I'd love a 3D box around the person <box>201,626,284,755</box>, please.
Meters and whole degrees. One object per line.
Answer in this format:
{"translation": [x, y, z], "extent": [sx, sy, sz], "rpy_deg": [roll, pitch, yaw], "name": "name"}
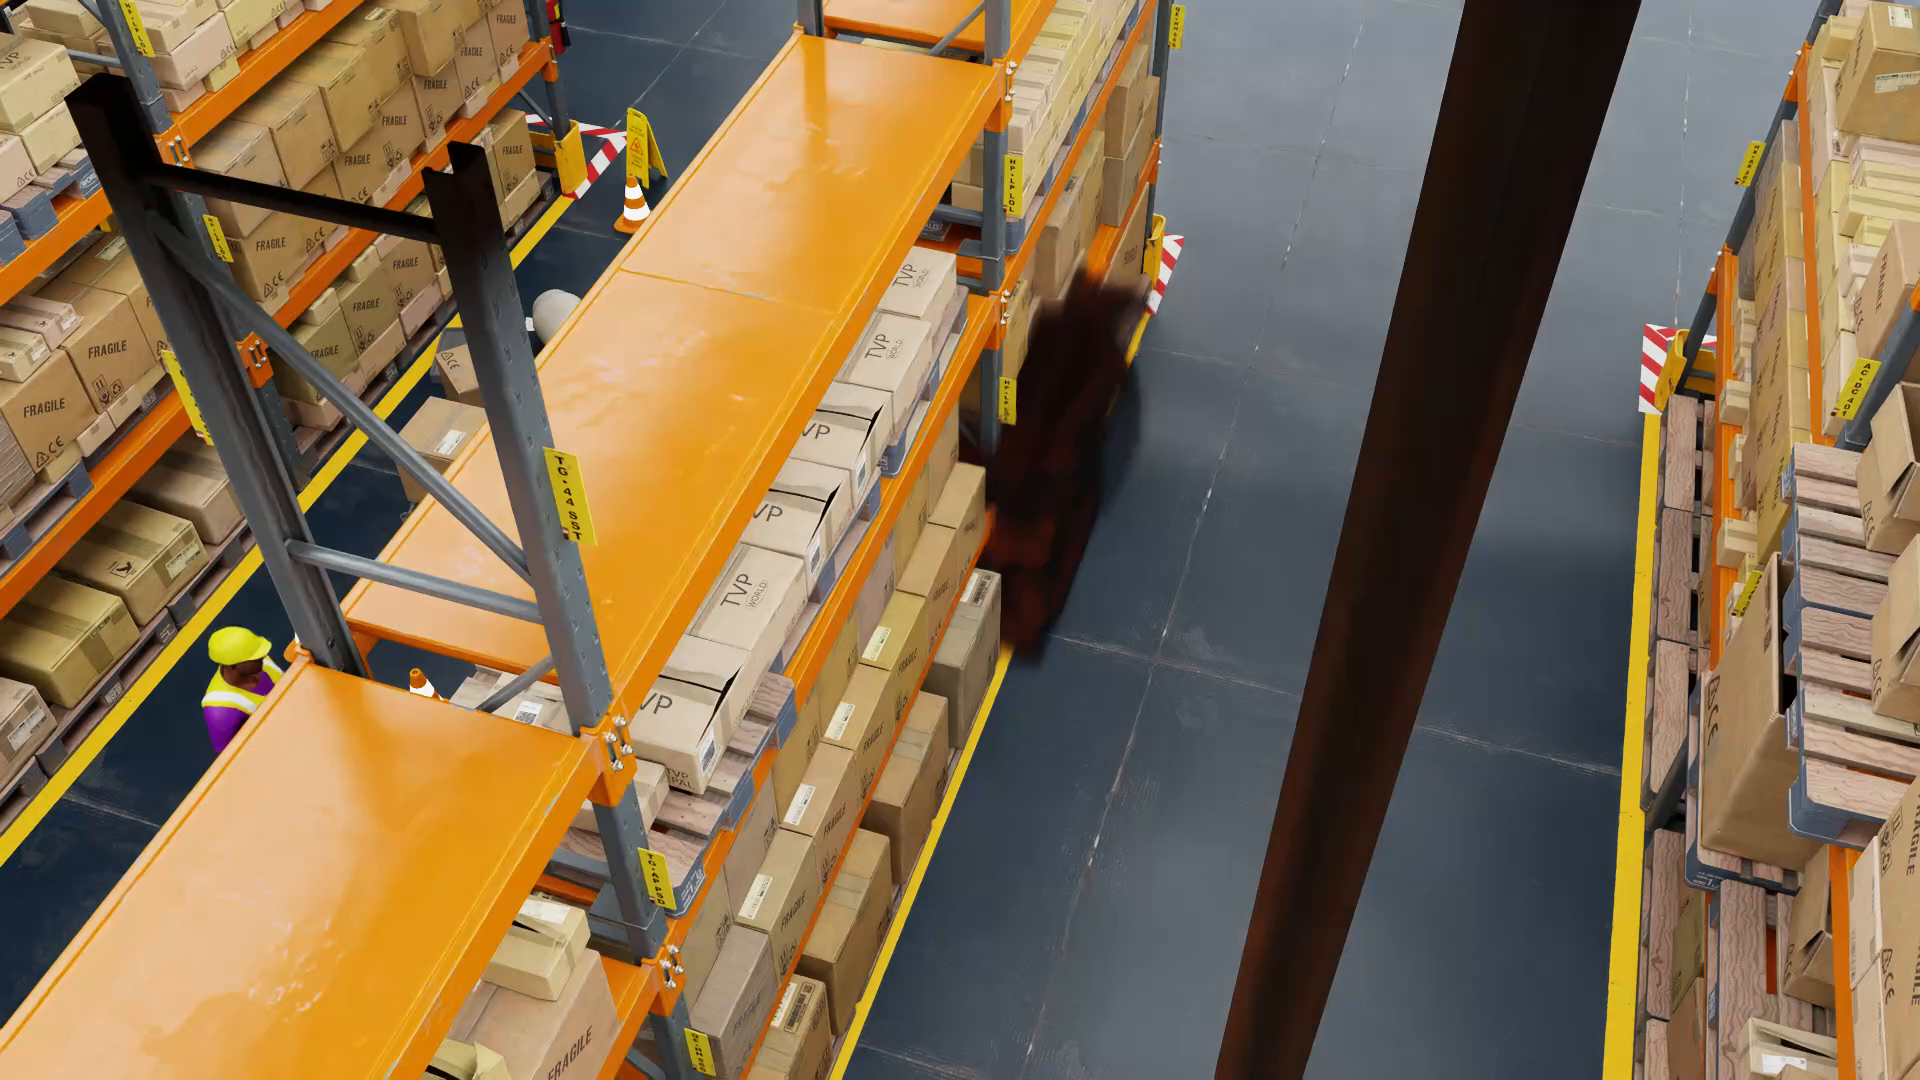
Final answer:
{"translation": [-3.674, 1.086, 8.832], "extent": [0.417, 1.772, 0.639], "rpy_deg": [15, 48, 14], "name": "person"}
